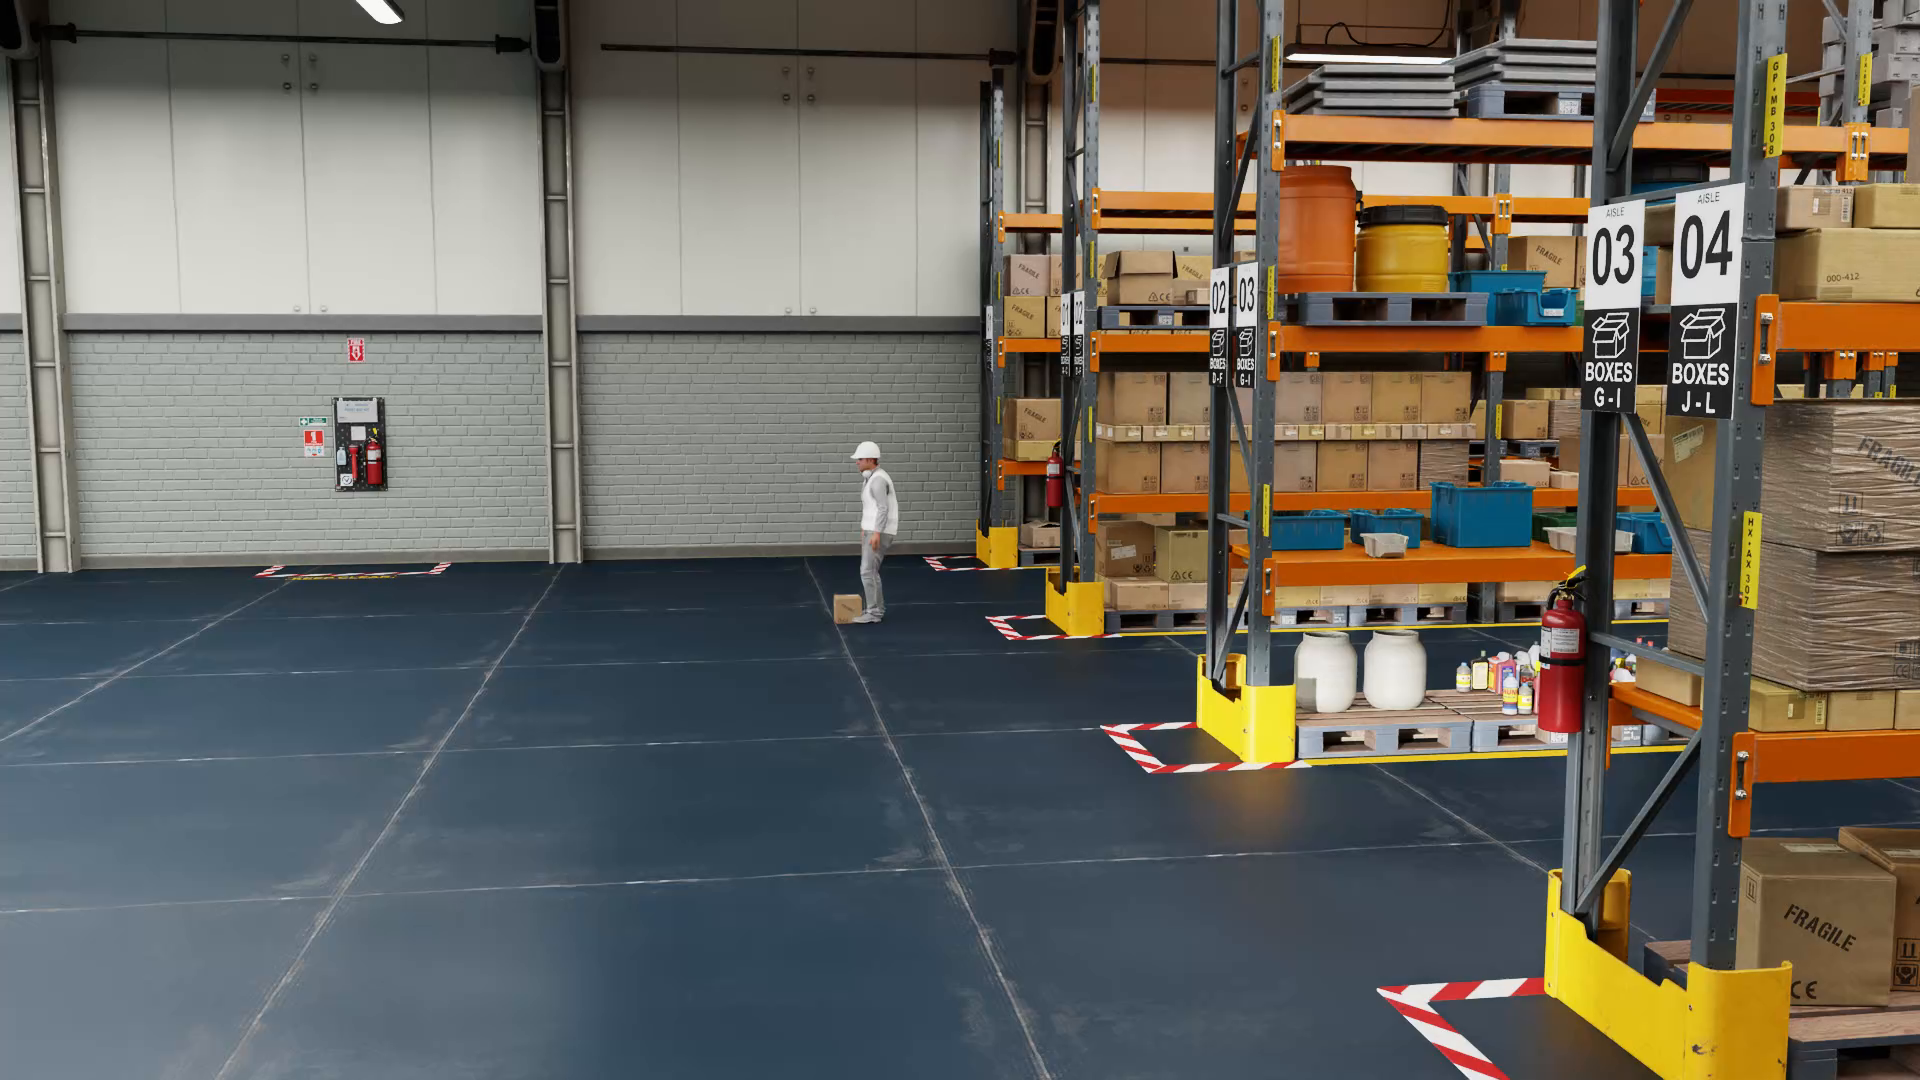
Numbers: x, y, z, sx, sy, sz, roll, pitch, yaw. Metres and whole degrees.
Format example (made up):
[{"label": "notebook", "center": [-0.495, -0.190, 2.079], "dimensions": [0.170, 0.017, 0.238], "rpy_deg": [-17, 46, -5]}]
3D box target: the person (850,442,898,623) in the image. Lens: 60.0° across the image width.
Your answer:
[{"label": "person", "center": [-0.850, -0.081, 16.321], "dimensions": [0.476, 1.770, 0.586], "rpy_deg": [-1, 7, -12]}]
